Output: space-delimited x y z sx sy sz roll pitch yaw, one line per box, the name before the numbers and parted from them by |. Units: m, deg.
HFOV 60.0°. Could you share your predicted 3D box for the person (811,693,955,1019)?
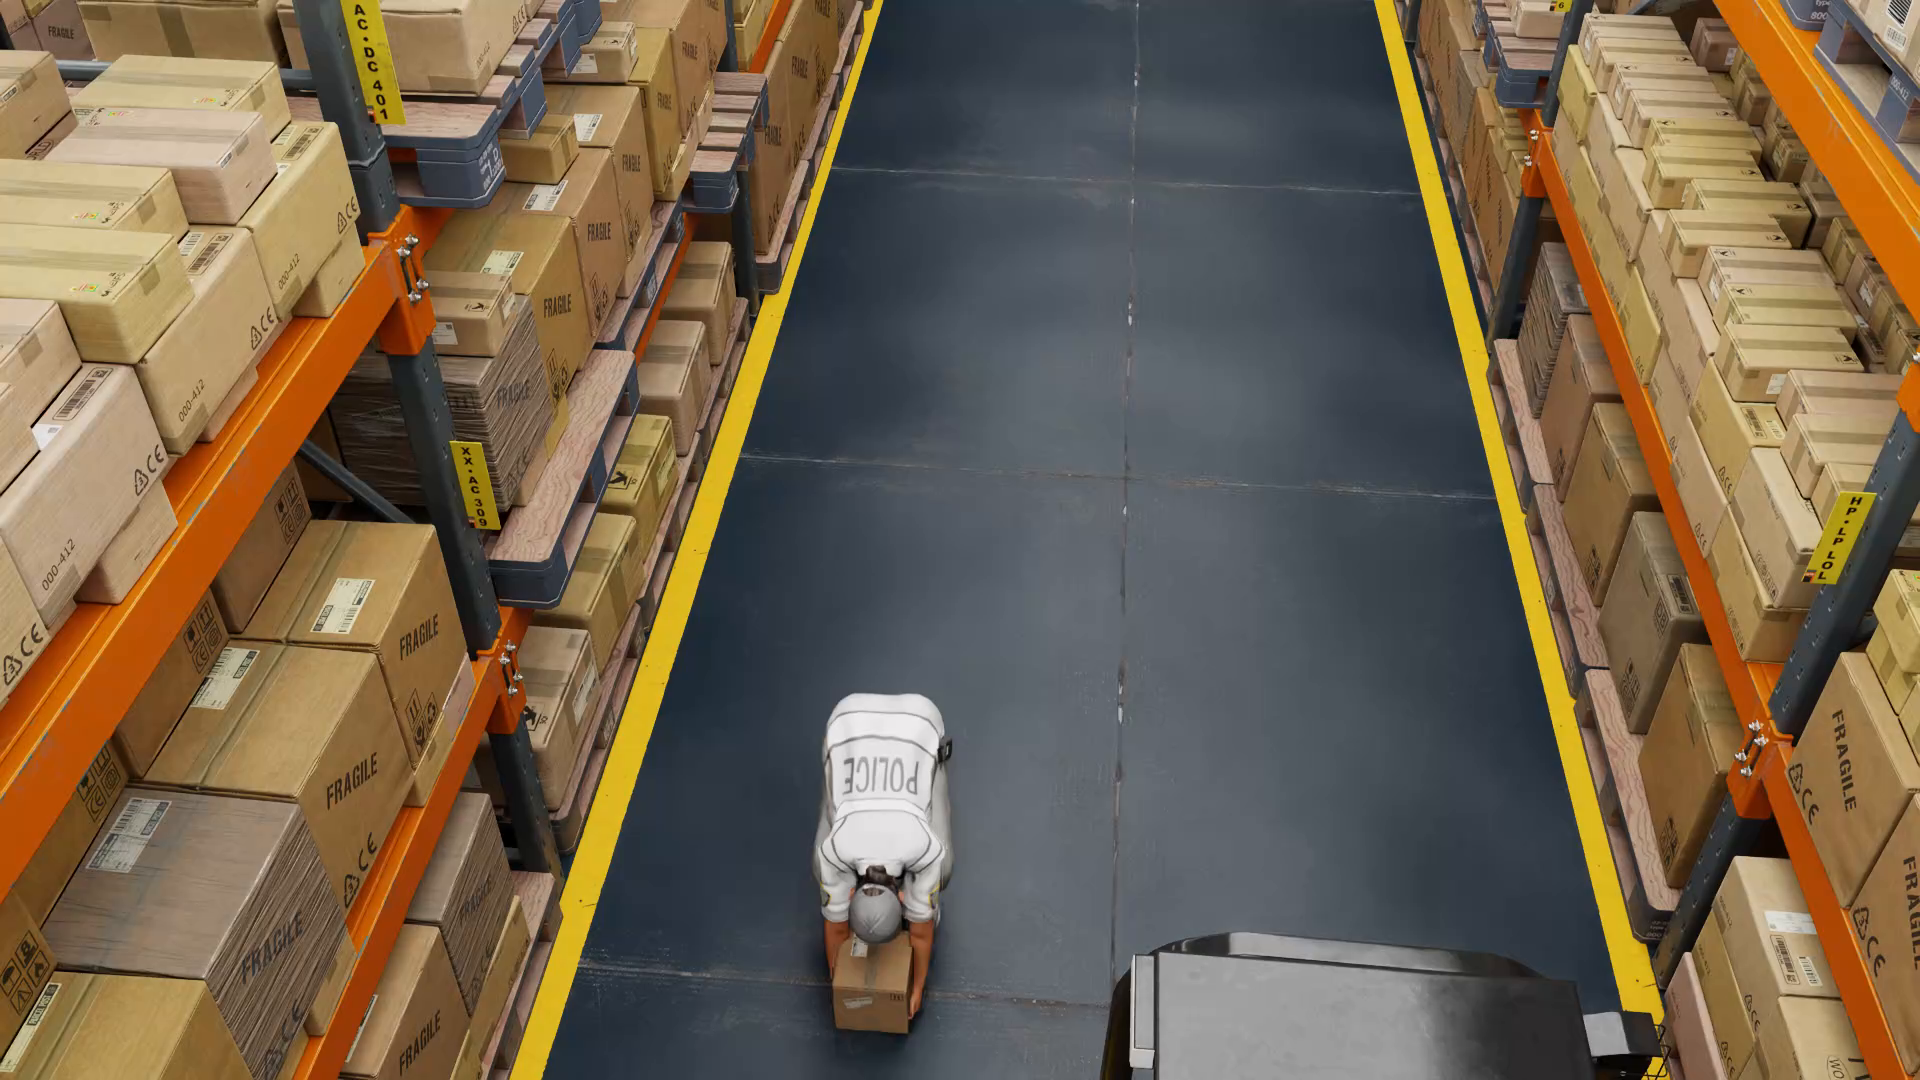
person | -0.267 1.083 5.788 0.502 0.875 0.937 2 40 2
